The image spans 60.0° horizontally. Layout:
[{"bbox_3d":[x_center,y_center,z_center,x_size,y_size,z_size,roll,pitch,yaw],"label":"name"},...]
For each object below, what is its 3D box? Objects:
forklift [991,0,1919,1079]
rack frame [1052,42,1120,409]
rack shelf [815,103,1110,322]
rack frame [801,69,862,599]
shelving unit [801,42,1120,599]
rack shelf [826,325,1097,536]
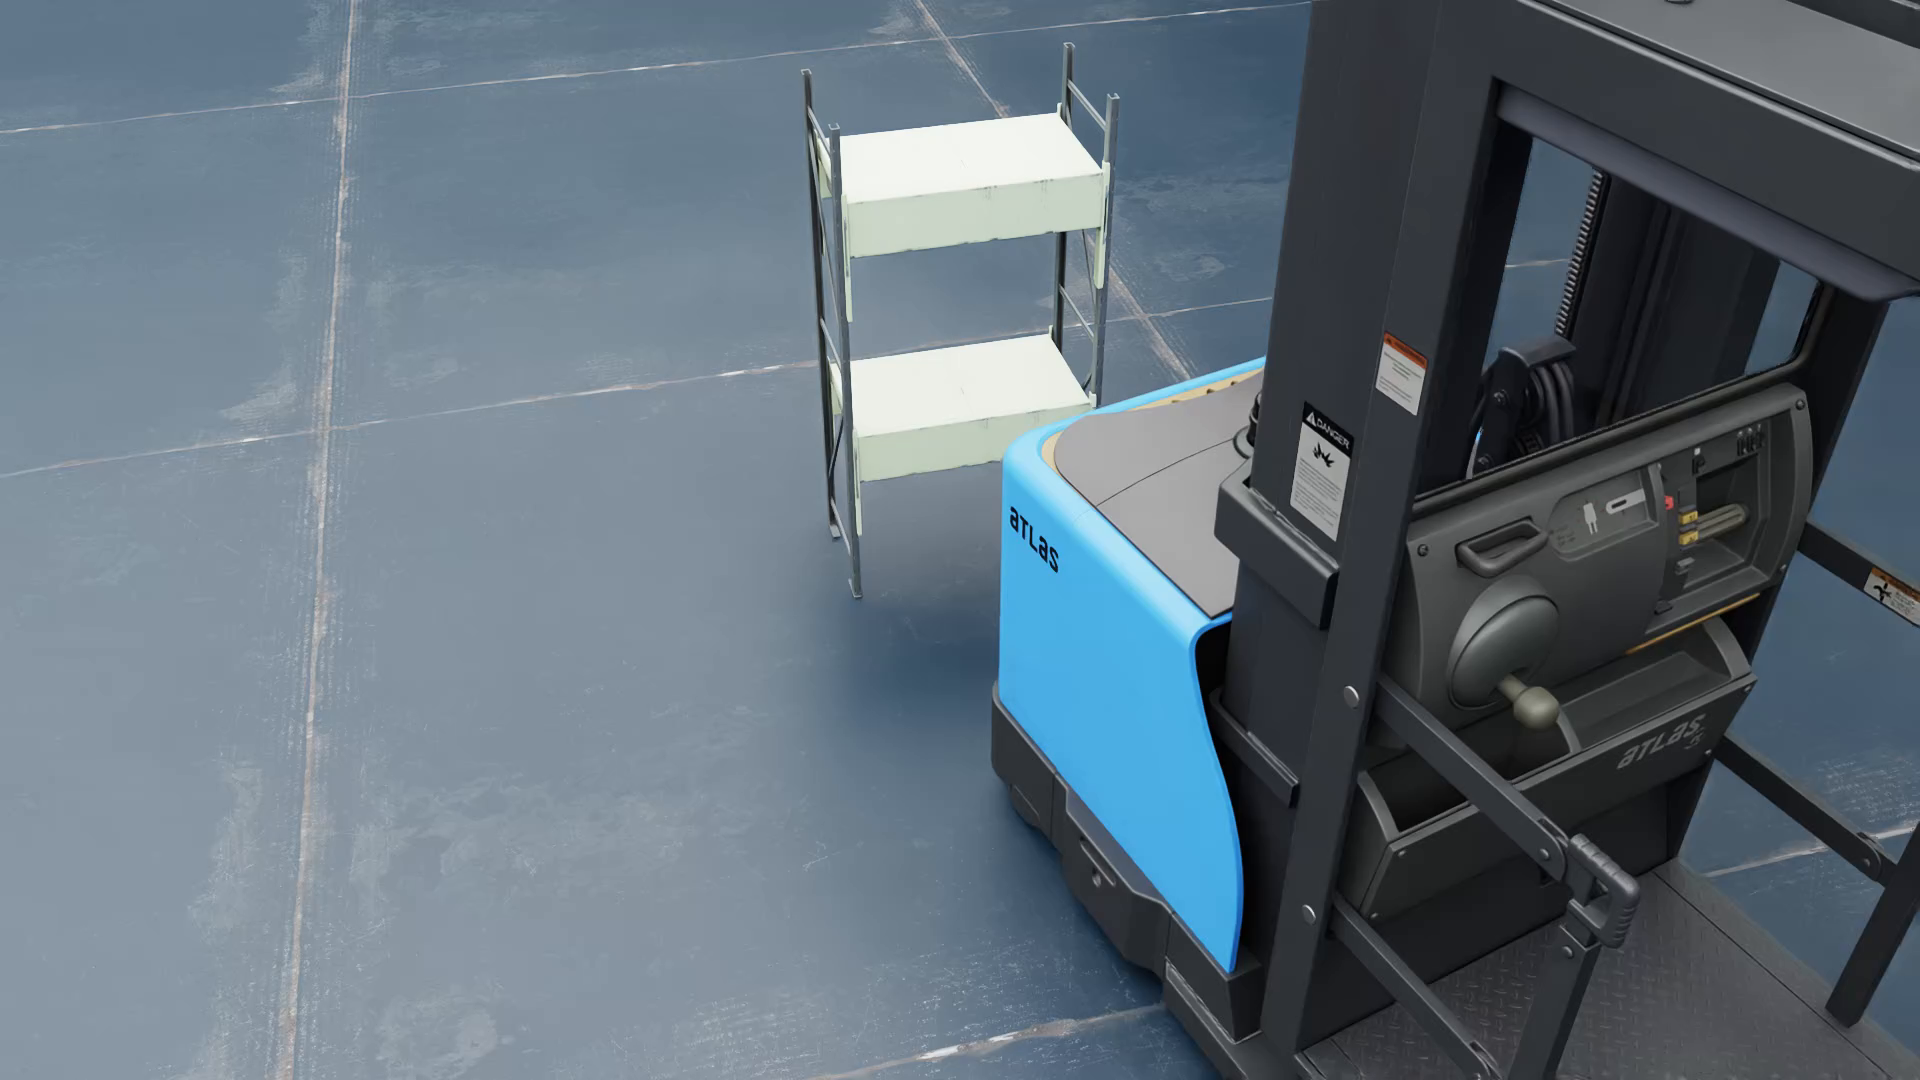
[{"bbox_3d":[1.236,0.096,2.713,1.130,2.935,3.031,-19,41,-23],"label":"forklift"},{"bbox_3d":[0.347,-0.653,4.869,0.023,1.500,0.400,-9,38,-12],"label":"rack frame"},{"bbox_3d":[-0.006,-0.905,4.556,0.720,0.370,0.431,-9,38,-12],"label":"rack shelf"},{"bbox_3d":[-0.360,-0.537,4.717,0.023,1.500,0.400,-9,38,-12],"label":"rack frame"},{"bbox_3d":[-0.006,-0.595,4.793,0.755,1.500,0.431,-9,38,-12],"label":"shelving unit"},{"bbox_3d":[-0.006,-0.336,4.991,0.720,0.370,0.431,-9,38,-12],"label":"rack shelf"}]
